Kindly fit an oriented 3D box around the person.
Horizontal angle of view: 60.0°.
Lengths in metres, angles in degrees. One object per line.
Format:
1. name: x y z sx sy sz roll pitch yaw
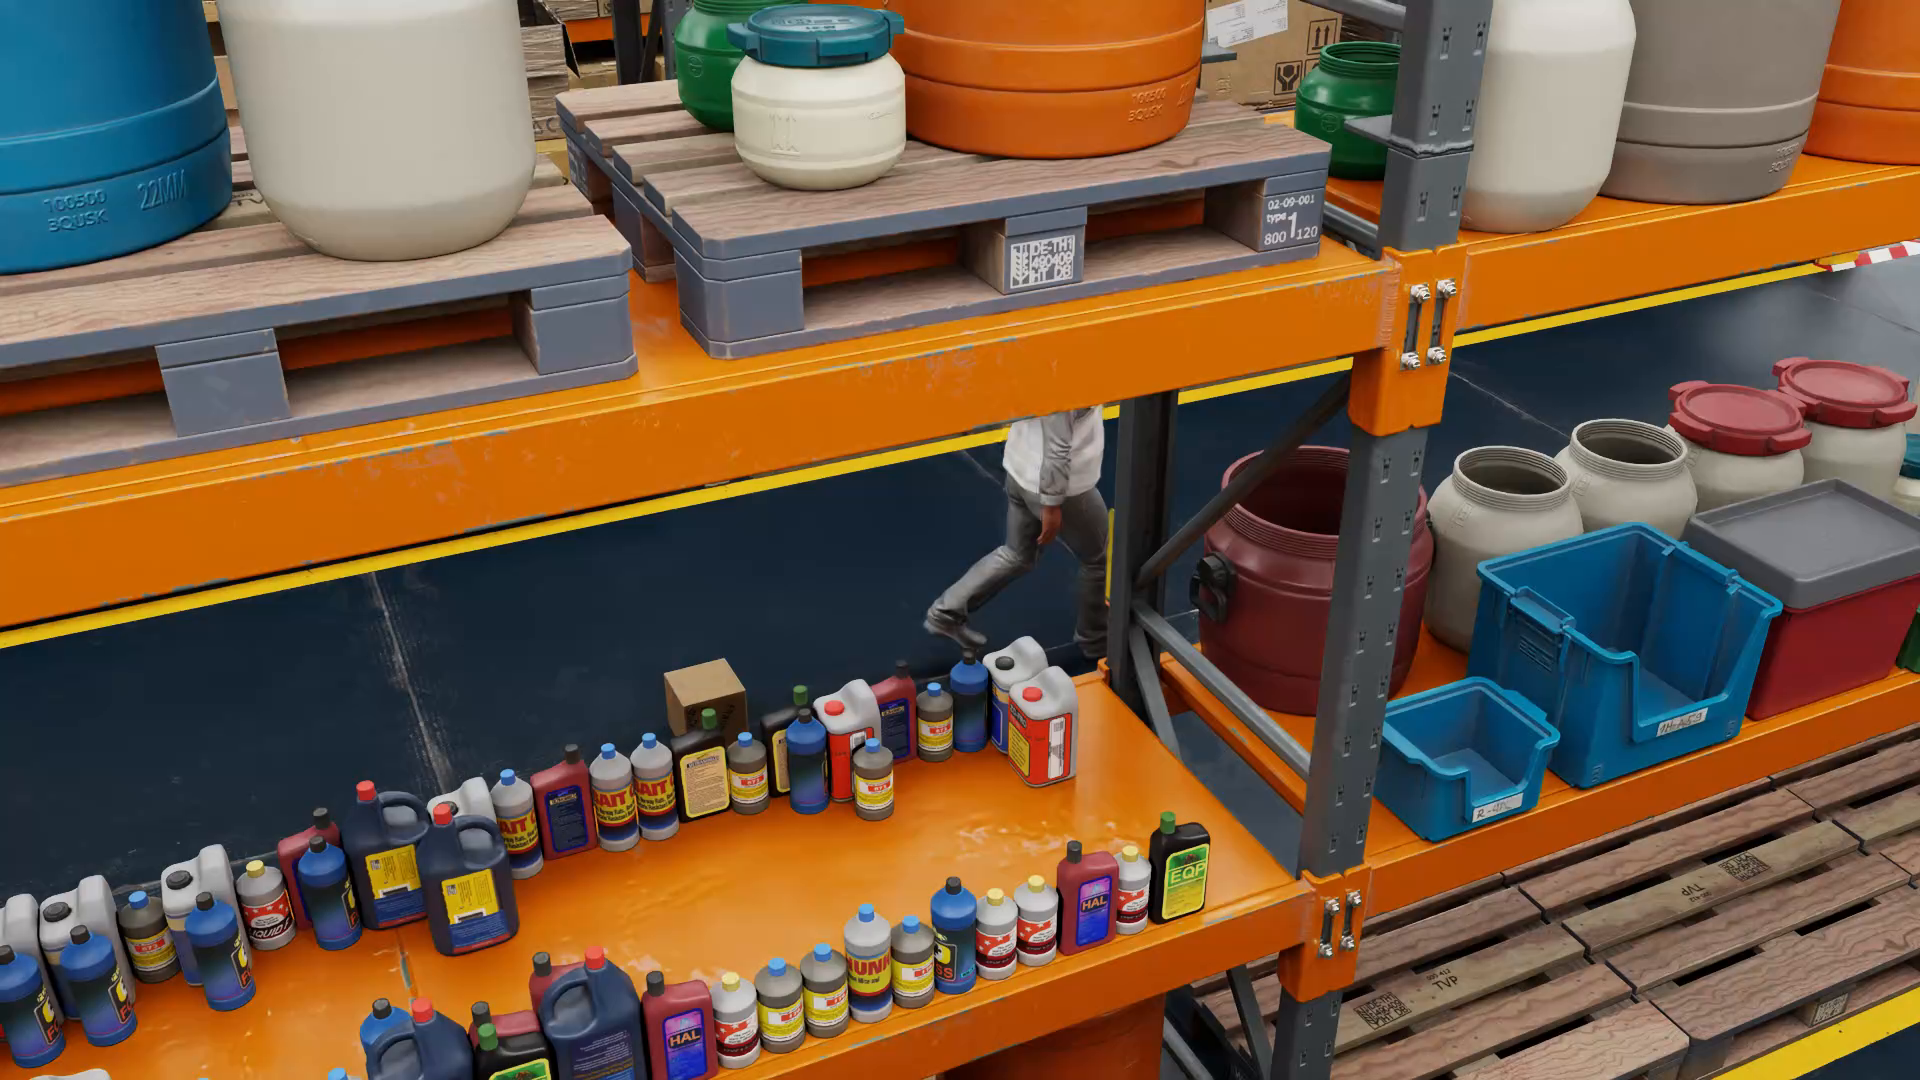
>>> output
1. person: 0.325 -0.262 6.573 0.960 1.741 0.540 -10 31 -17
